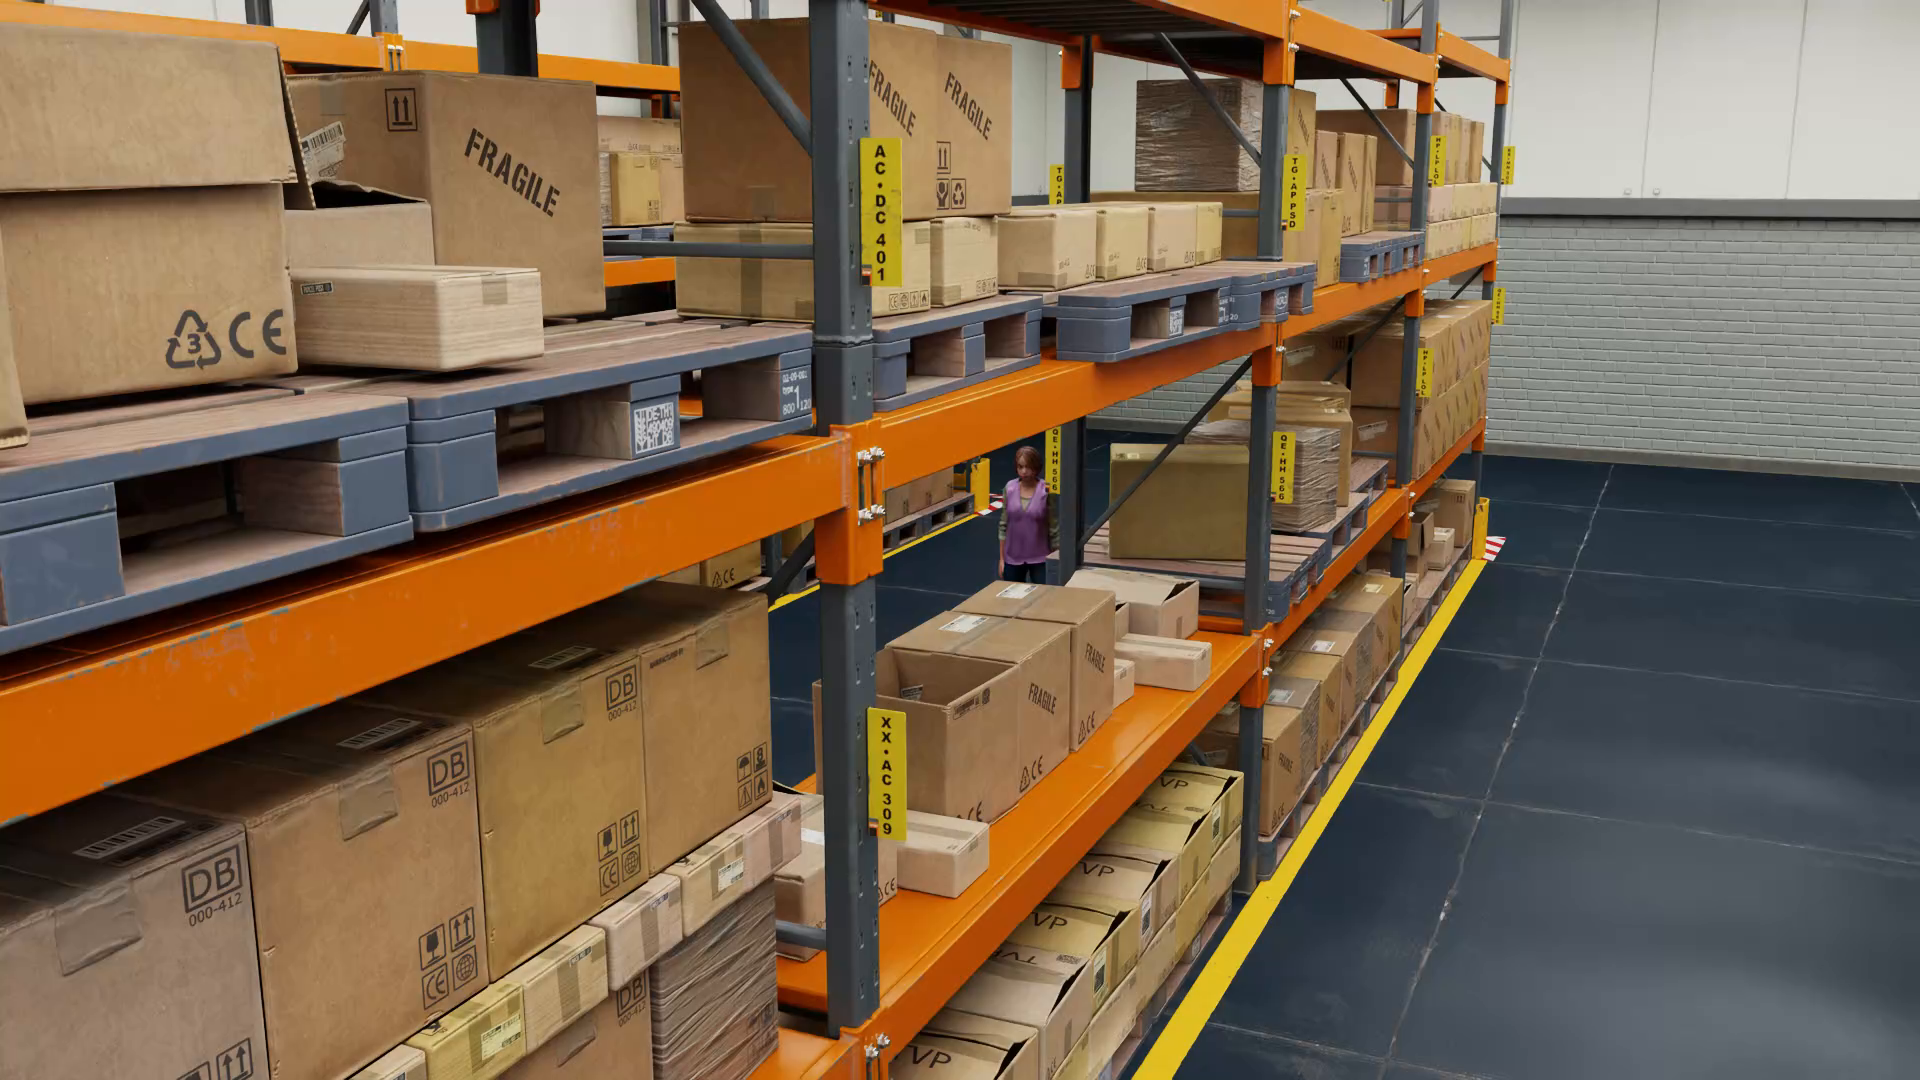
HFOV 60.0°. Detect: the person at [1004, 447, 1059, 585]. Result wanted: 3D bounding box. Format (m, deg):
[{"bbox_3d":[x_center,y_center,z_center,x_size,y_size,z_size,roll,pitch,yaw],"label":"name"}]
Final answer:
[{"bbox_3d":[0.488,0.172,11.269,0.406,1.588,0.307,6,14,25],"label":"person"}]
